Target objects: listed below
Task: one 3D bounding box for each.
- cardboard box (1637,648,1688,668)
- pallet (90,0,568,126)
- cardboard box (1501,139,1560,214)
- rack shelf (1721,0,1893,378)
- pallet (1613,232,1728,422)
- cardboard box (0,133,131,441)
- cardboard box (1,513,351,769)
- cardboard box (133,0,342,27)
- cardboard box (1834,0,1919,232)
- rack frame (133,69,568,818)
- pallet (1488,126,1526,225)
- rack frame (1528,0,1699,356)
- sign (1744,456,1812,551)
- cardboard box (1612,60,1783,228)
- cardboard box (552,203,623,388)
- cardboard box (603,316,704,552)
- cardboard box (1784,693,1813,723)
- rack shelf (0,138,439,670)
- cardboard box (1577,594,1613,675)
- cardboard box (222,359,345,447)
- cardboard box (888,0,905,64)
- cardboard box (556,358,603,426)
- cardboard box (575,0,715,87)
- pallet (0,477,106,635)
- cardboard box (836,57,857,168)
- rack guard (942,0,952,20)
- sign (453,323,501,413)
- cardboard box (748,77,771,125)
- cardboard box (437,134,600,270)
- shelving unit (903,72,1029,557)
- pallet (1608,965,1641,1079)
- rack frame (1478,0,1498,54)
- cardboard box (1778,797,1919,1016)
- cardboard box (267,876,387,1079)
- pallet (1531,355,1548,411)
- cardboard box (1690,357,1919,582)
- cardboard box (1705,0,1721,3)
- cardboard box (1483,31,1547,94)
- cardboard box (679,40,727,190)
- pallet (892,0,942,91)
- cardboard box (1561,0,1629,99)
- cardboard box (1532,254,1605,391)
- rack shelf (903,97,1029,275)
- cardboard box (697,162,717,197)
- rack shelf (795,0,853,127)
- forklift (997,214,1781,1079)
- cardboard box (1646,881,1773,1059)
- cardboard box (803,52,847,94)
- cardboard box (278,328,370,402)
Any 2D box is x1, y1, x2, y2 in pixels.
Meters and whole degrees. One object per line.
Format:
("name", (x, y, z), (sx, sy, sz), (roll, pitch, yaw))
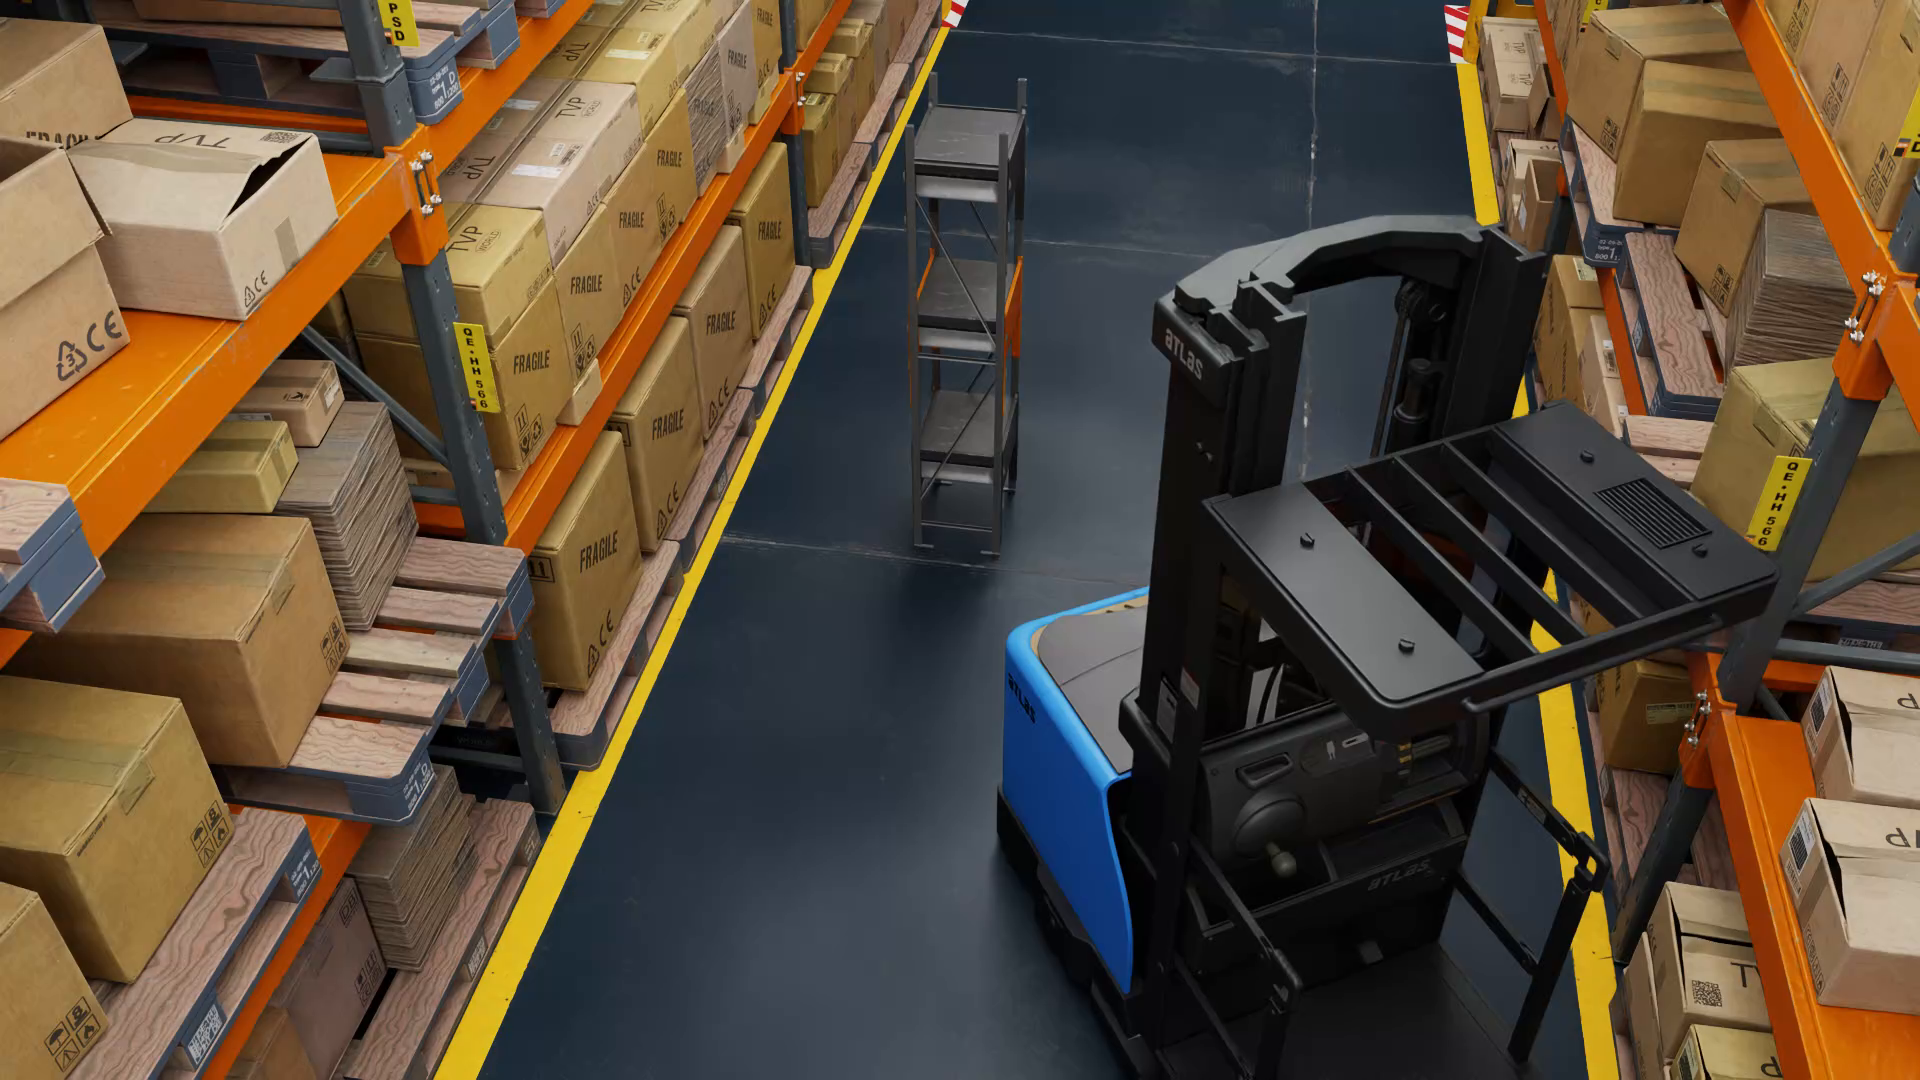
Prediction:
("cardboard box", (2.768, 0.226, 6.150), (0.500, 0.250, 0.500), (8, 40, 9))
("pallet", (-1.988, -1.667, 5.207), (1.213, 0.211, 1.003), (8, 40, 10))
("cardboard box", (3.473, -2.133, 9.741), (0.500, 0.311, 0.500), (6, 40, 8))
("rack shelf", (3.178, -1.764, 5.740), (1.077, 0.370, 4.000), (6, 40, 8))
("pallet", (3.164, -0.777, 6.487), (1.003, 0.211, 1.213), (6, 40, 8))
("cardboard box", (-2.363, -0.574, 3.640), (0.797, 0.503, 0.637), (12, 41, 14))
("cardboard box", (-2.189, 0.268, 4.648), (0.700, 0.500, 0.500), (3, 40, 3))
("cardboard box", (-2.022, -1.843, 4.847), (0.700, 0.500, 0.500), (3, 40, 4))
("cardboard box", (2.874, -1.102, 4.297), (0.910, 0.500, 0.500), (6, 40, 8))
("rack frame", (-2.048, -0.174, 5.606), (1.000, 3.000, 0.127), (6, 40, 8))
("pallet", (3.853, -2.264, 10.323), (1.003, 0.211, 1.213), (6, 40, 8))
("rack frame", (3.524, -2.140, 7.985), (1.000, 3.000, 0.127), (6, 40, 8))
("sign", (2.296, -0.100, 4.670), (0.100, 0.325, 0.005), (6, 40, 8))
("cardboard box", (3.165, -1.630, 6.959), (0.700, 0.500, 0.500), (12, 41, 15))
("cardboard box", (-1.612, -0.939, 6.204), (0.500, 0.500, 0.500), (8, 40, 9))
("cardboard box", (-1.633, -0.503, 7.362), (0.750, 0.750, 0.750), (6, 40, 7))
("cardboard box", (3.192, 0.910, 5.912), (0.500, 0.500, 0.500), (8, 40, 10))
("rack shelf", (-2.394, 0.202, 3.362), (1.077, 0.370, 4.000), (6, 40, 8))
("cardboard box", (2.852, 0.226, 6.739), (0.500, 0.500, 0.500), (5, 40, 6))
("cardboard box", (-2.078, -0.412, 4.962), (0.380, 0.149, 0.250), (2, 40, 2))
("cardboard box", (-0.772, -3.629, 11.417), (0.700, 0.500, 0.500), (6, 40, 8))
("cardboard box", (-1.581, -0.581, 6.280), (0.380, 0.149, 0.250), (8, 40, 9))
("cardboard box", (-1.371, -2.173, 7.108), (0.500, 0.250, 0.500), (7, 40, 9))
("pallet", (-2.352, 0.226, 2.916), (1.213, 0.211, 1.003), (6, 40, 8))
("cardboard box", (-1.035, -2.656, 10.240), (0.700, 0.500, 0.500), (6, 40, 7))
("rack guard", (-0.659, -4.246, 12.494), (1.175, 0.500, 0.348), (6, 40, 8))
("sign", (-1.512, -0.536, 5.197), (0.100, 0.325, 0.005), (6, 40, 8))
("cardboard box", (-1.156, -2.191, 8.227), (0.380, 0.149, 0.250), (7, 40, 8))
("cardboard box", (-1.623, -1.218, 5.953), (0.500, 0.250, 0.500), (6, 40, 7))
("shelving unit", (0.029, -0.913, 7.207), (0.431, 2.100, 0.503), (6, 40, 8))
("pallet", (2.651, 1.957, 5.217), (1.003, 0.211, 1.213), (6, 40, 8))
("rack frame", (4.216, -4.651, 11.021), (1.000, 3.000, 0.127), (6, 40, 8))
("cardboard box", (2.486, 0.944, 4.324), (0.500, 0.311, 0.500), (6, 40, 7))
("cardboard box", (-2.325, 1.388, 5.334), (0.700, 0.500, 0.500), (6, 40, 8))
("pallet", (3.421, -0.551, 8.251), (1.003, 0.211, 1.213), (6, 40, 8))
("cardboard box", (2.830, -0.238, 5.276), (0.700, 0.500, 0.500), (-6, 40, -7))
("cardboard box", (3.883, -2.829, 7.955), (0.500, 0.500, 0.500), (7, 40, 9))
("cardboard box", (3.756, -3.137, 11.003), (0.500, 0.250, 0.500), (6, 40, 8))
("cardboard box", (-1.361, -1.892, 7.357), (0.500, 0.500, 0.500), (6, 40, 8))
("pallet", (-0.725, -3.610, 11.950), (1.003, 0.211, 1.213), (6, 40, 8))
("cardboard box", (3.358, -2.521, 8.367), (0.500, 0.500, 0.500), (7, 40, 8))
("cardboard box", (3.200, -1.070, 8.306), (0.500, 0.500, 0.500), (5, 40, 6))
("rack shelf", (0.029, -1.442, 6.769), (0.431, 0.518, 0.480), (6, 40, 8))
("cardboard box", (-1.340, -1.715, 7.652), (0.380, 0.149, 0.250), (6, 40, 8))
("rack shelf", (-1.009, -3.662, 10.390), (1.077, 0.370, 4.000), (6, 40, 8))
("forklift", (1.191, 0.738, 4.557), (1.130, 2.935, 3.031), (-16, 42, -18))
("cardboard box", (2.452, 1.348, 5.154), (0.500, 0.311, 0.500), (8, 40, 9))
("cardboard box", (-0.886, -2.786, 9.888), (0.380, 0.149, 0.250), (8, 40, 9))
("cardboard box", (-2.226, -0.660, 5.867), (0.500, 0.500, 0.500), (7, 40, 8))
